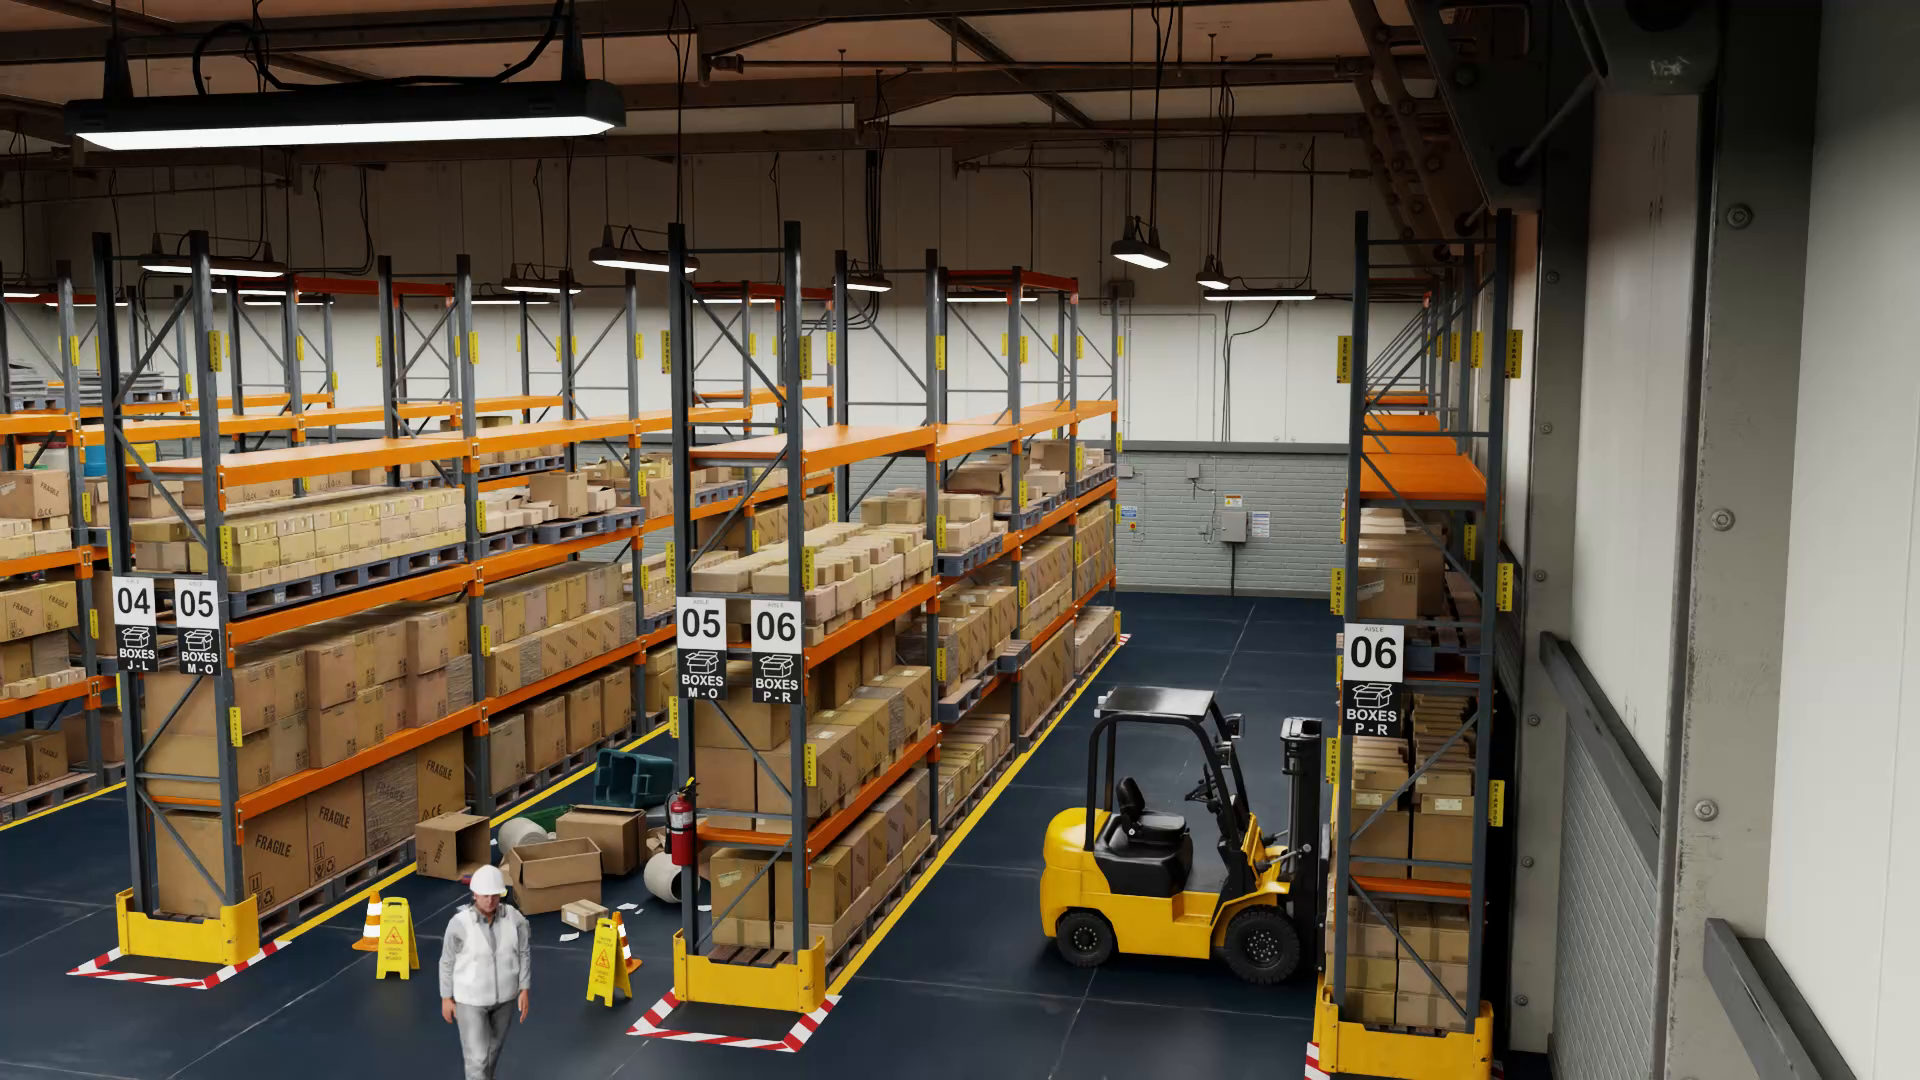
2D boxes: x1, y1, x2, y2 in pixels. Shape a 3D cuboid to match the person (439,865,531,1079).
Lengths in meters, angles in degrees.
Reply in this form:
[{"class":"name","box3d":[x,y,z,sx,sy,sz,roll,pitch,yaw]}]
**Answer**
[{"class":"person","box3d":[-3.066,2.969,10.837,0.562,1.722,0.942,-6,9,-38]}]
